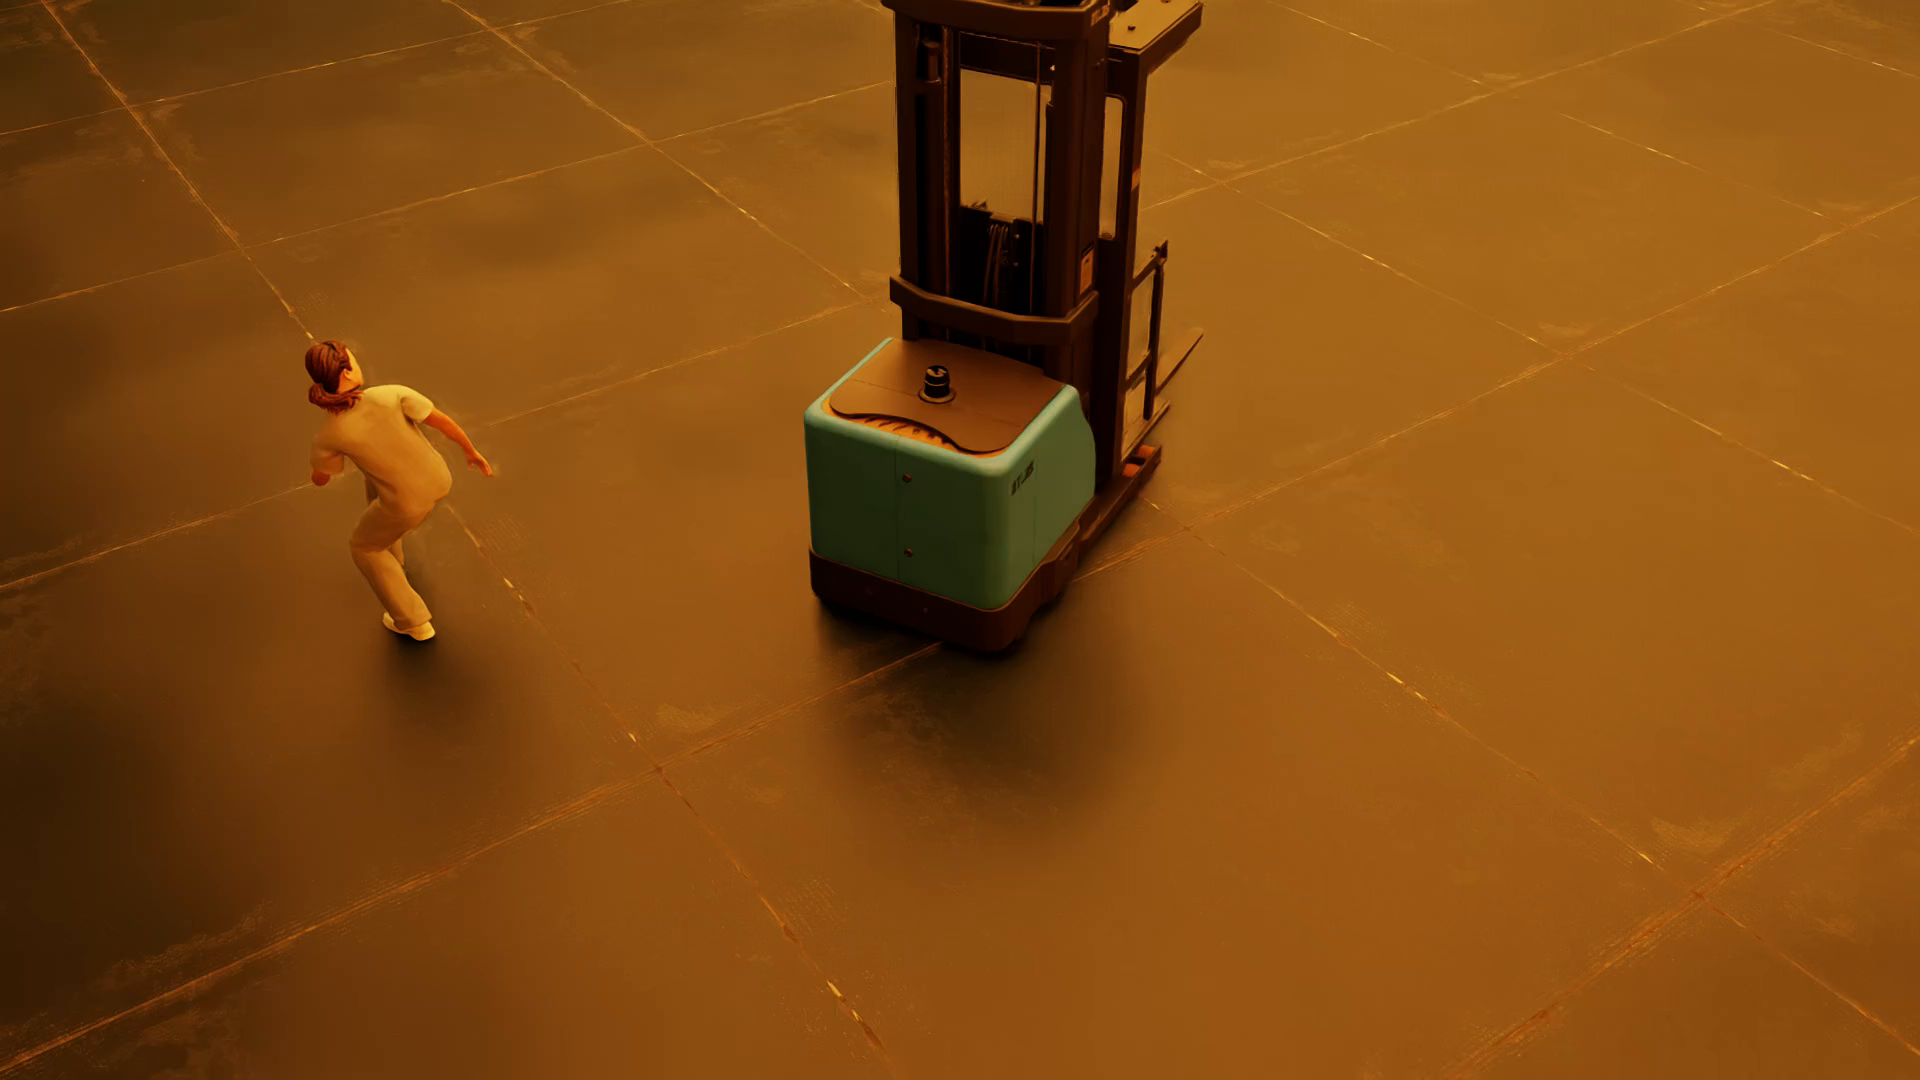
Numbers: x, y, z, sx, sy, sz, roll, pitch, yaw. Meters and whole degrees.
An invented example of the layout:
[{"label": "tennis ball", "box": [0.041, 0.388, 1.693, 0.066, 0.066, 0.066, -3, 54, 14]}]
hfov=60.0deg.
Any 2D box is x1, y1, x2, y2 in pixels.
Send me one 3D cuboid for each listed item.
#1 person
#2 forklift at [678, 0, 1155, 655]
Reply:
[{"label": "person", "box": [-3.108, -0.219, 7.319, 0.436, 1.651, 0.379, -14, 39, -18]}, {"label": "forklift", "box": [-0.409, -1.471, 7.933, 1.130, 2.935, 3.031, -25, 43, -30]}]
